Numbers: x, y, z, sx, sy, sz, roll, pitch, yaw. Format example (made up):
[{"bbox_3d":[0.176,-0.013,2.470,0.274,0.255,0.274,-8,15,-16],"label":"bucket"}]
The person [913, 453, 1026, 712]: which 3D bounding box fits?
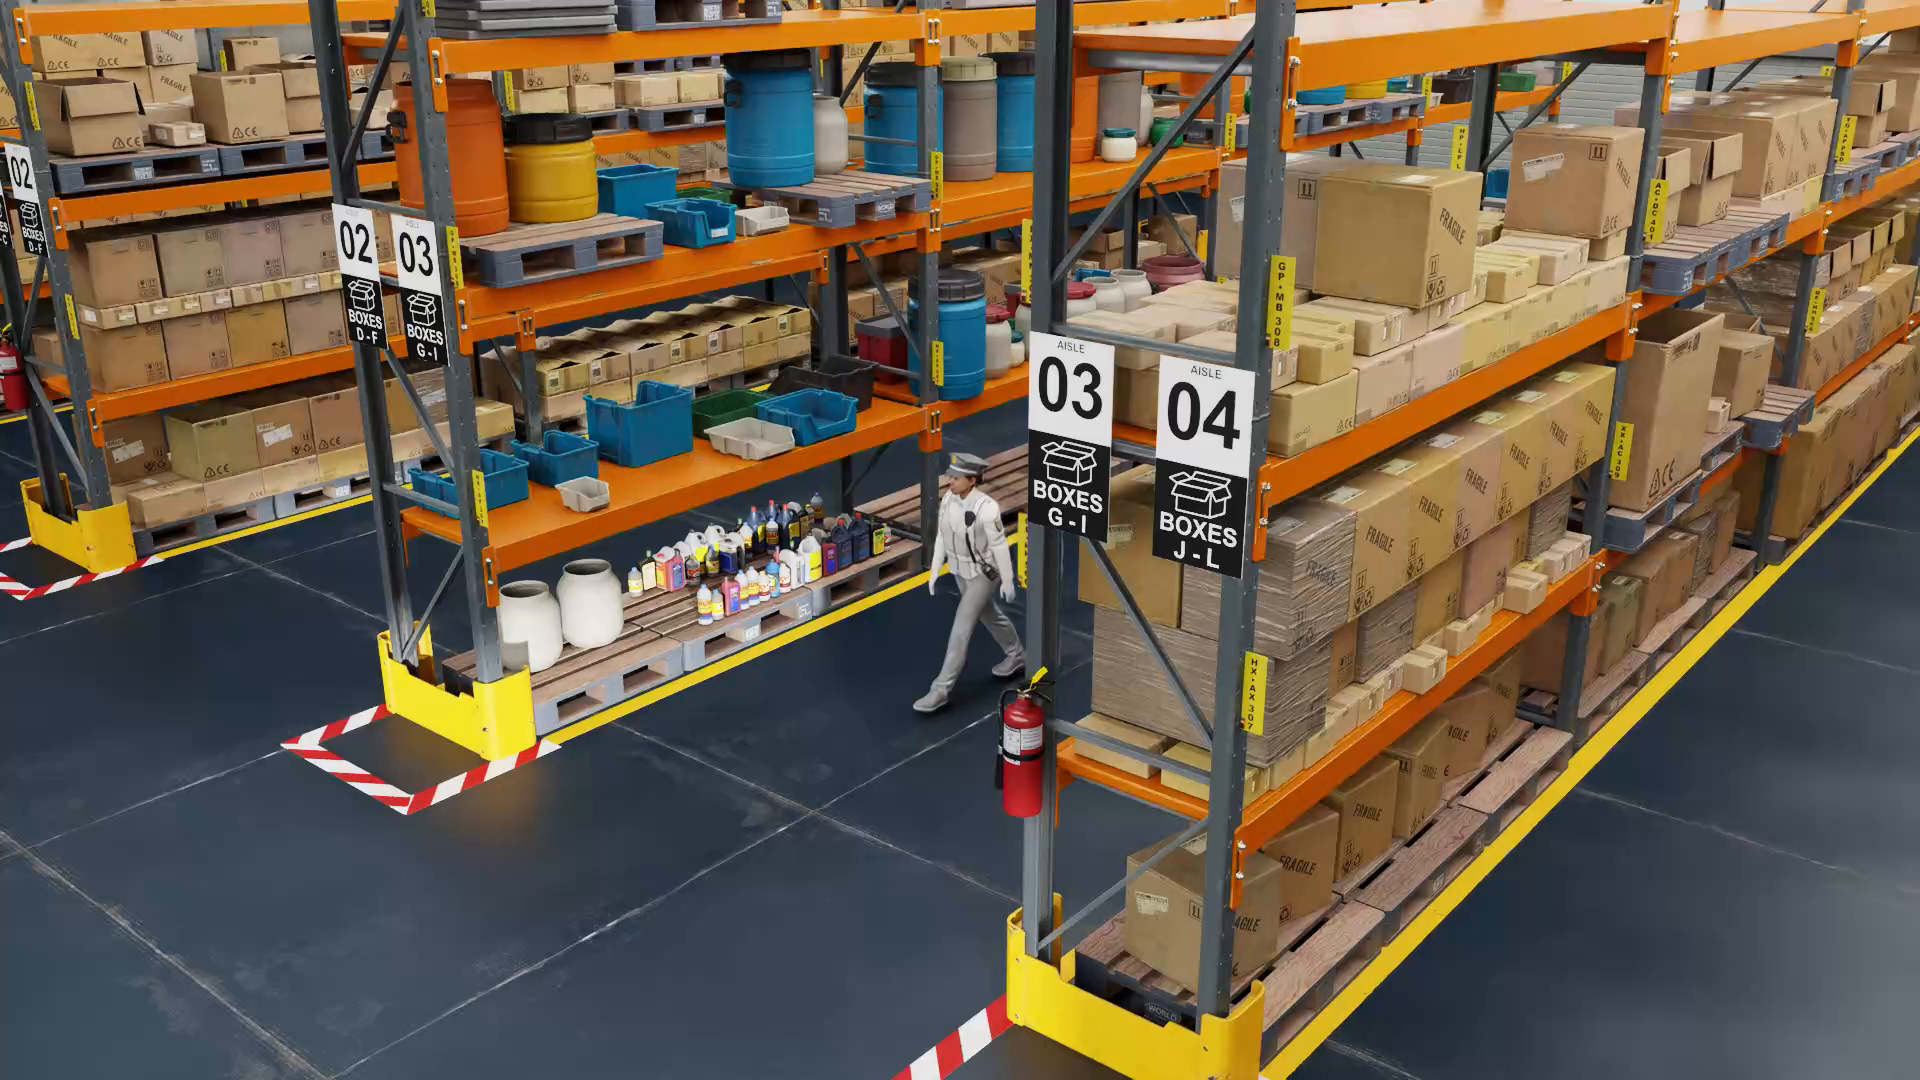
[{"bbox_3d":[0.044,0.201,10.500,1.020,1.612,0.515,-15,25,-36],"label":"person"}]
